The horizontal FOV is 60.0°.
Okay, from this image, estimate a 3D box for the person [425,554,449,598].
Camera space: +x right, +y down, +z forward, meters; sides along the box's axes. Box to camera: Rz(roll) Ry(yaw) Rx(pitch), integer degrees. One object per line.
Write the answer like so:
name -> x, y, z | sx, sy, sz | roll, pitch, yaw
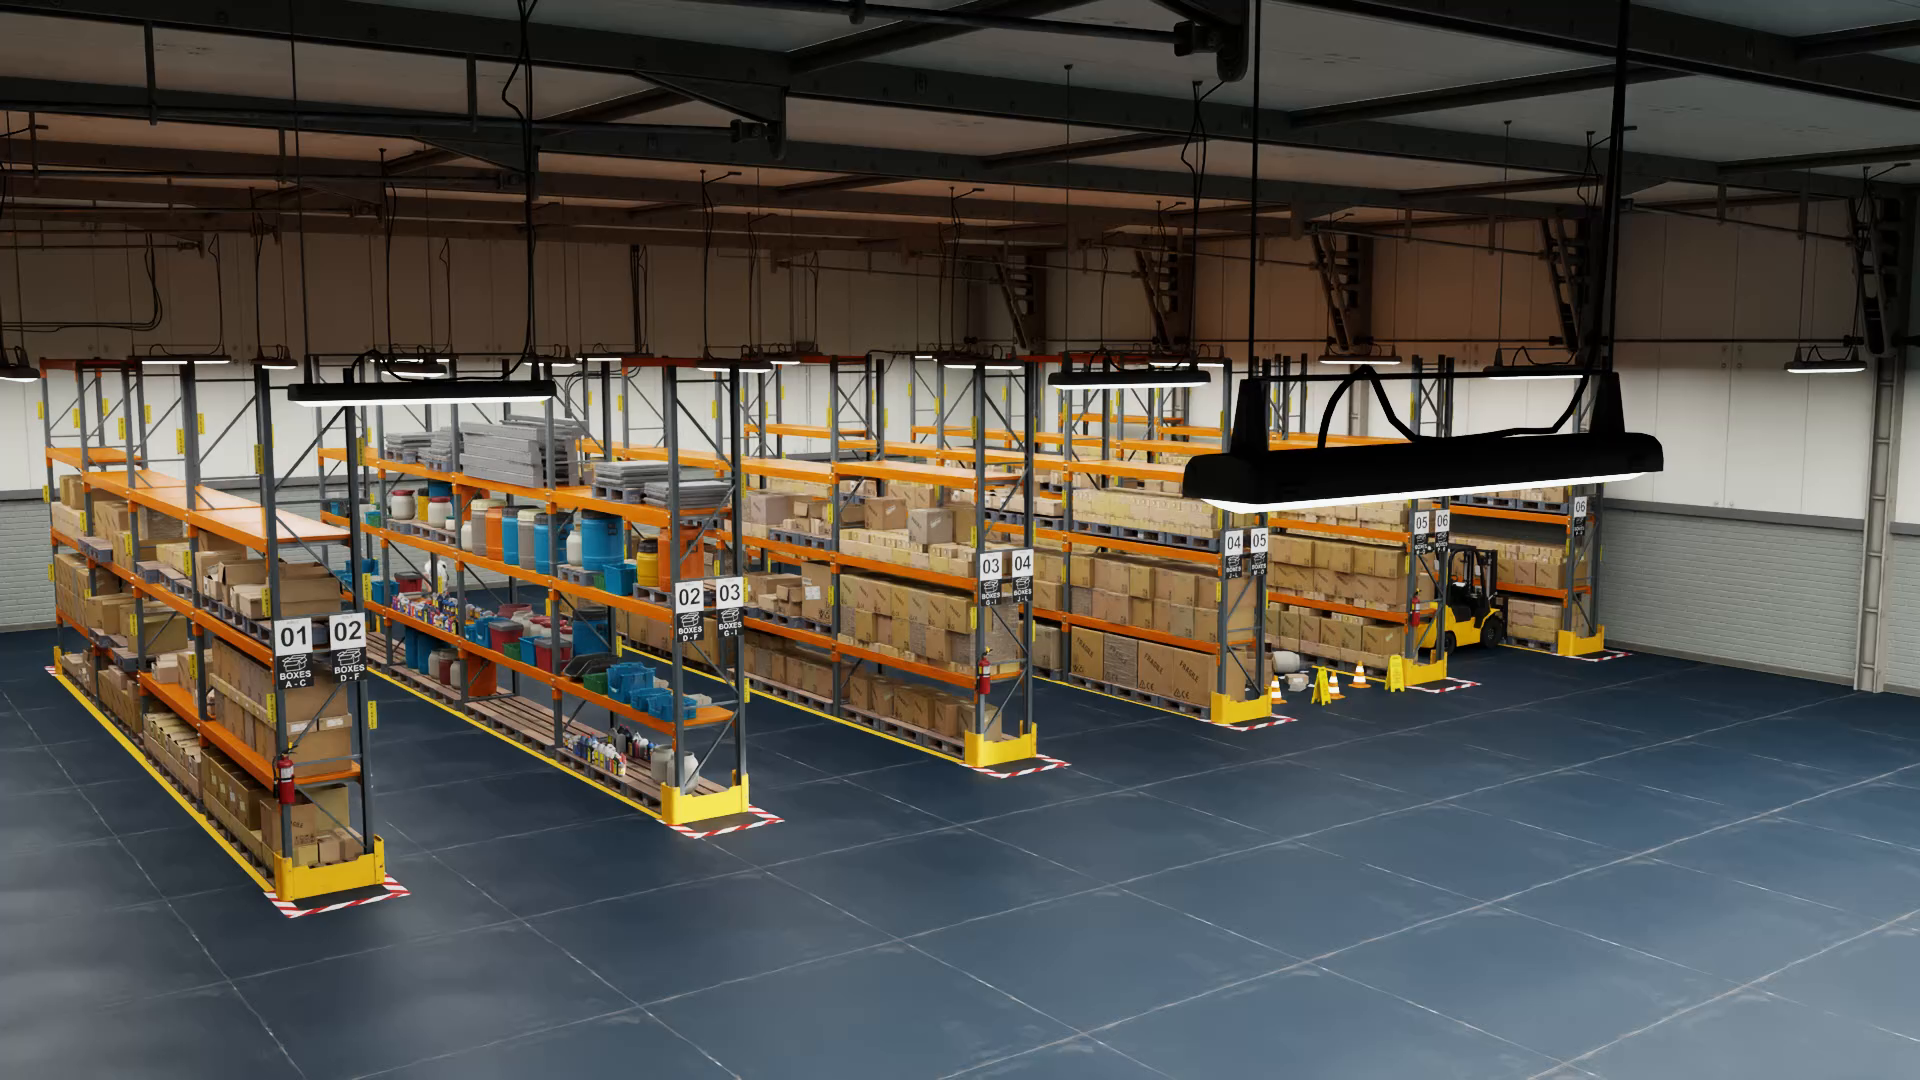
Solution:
person -> -11.625, 1.058, 36.963 | 0.577, 1.664, 1.099 | -6, 9, -39
